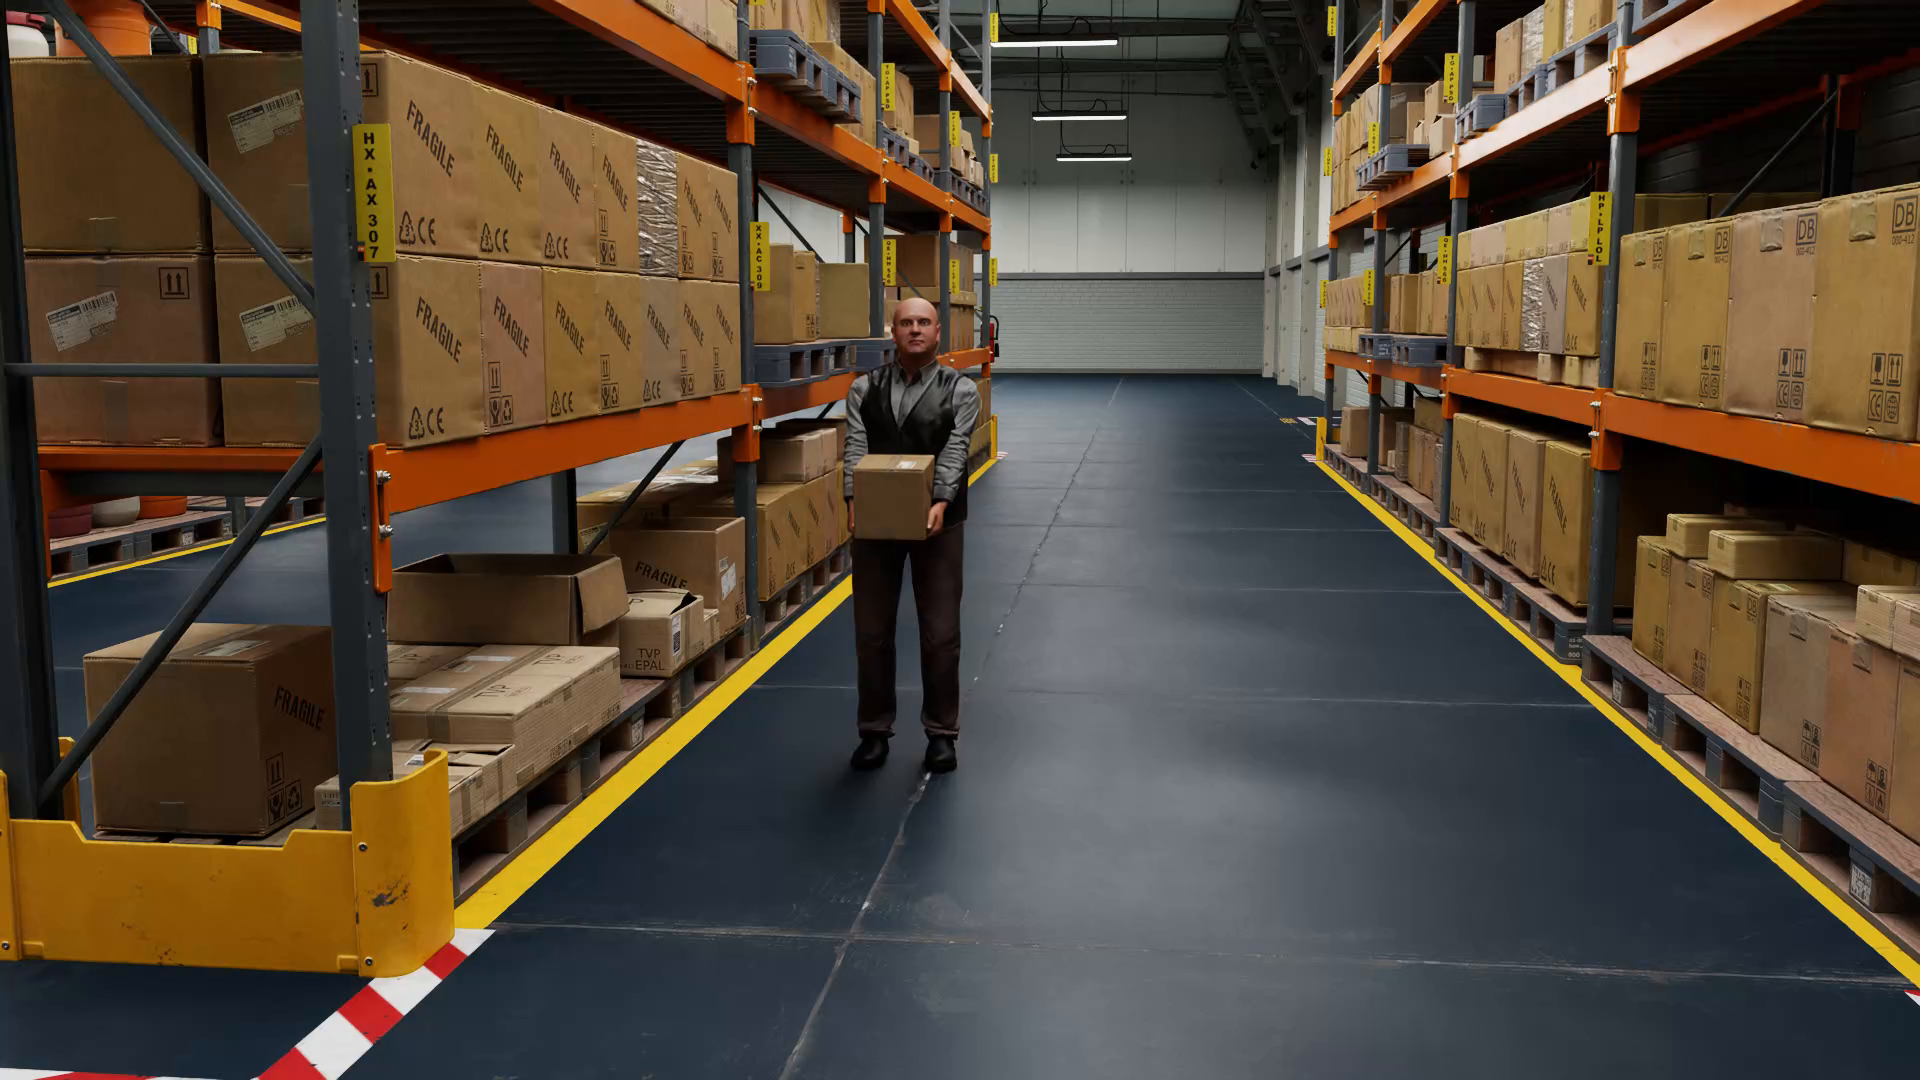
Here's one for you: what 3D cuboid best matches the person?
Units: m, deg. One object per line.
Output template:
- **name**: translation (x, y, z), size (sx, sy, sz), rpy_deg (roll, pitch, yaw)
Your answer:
- **person**: translation (-0.185, -0.016, 6.036), size (0.494, 1.713, 0.547), rpy_deg (1, 8, 7)
